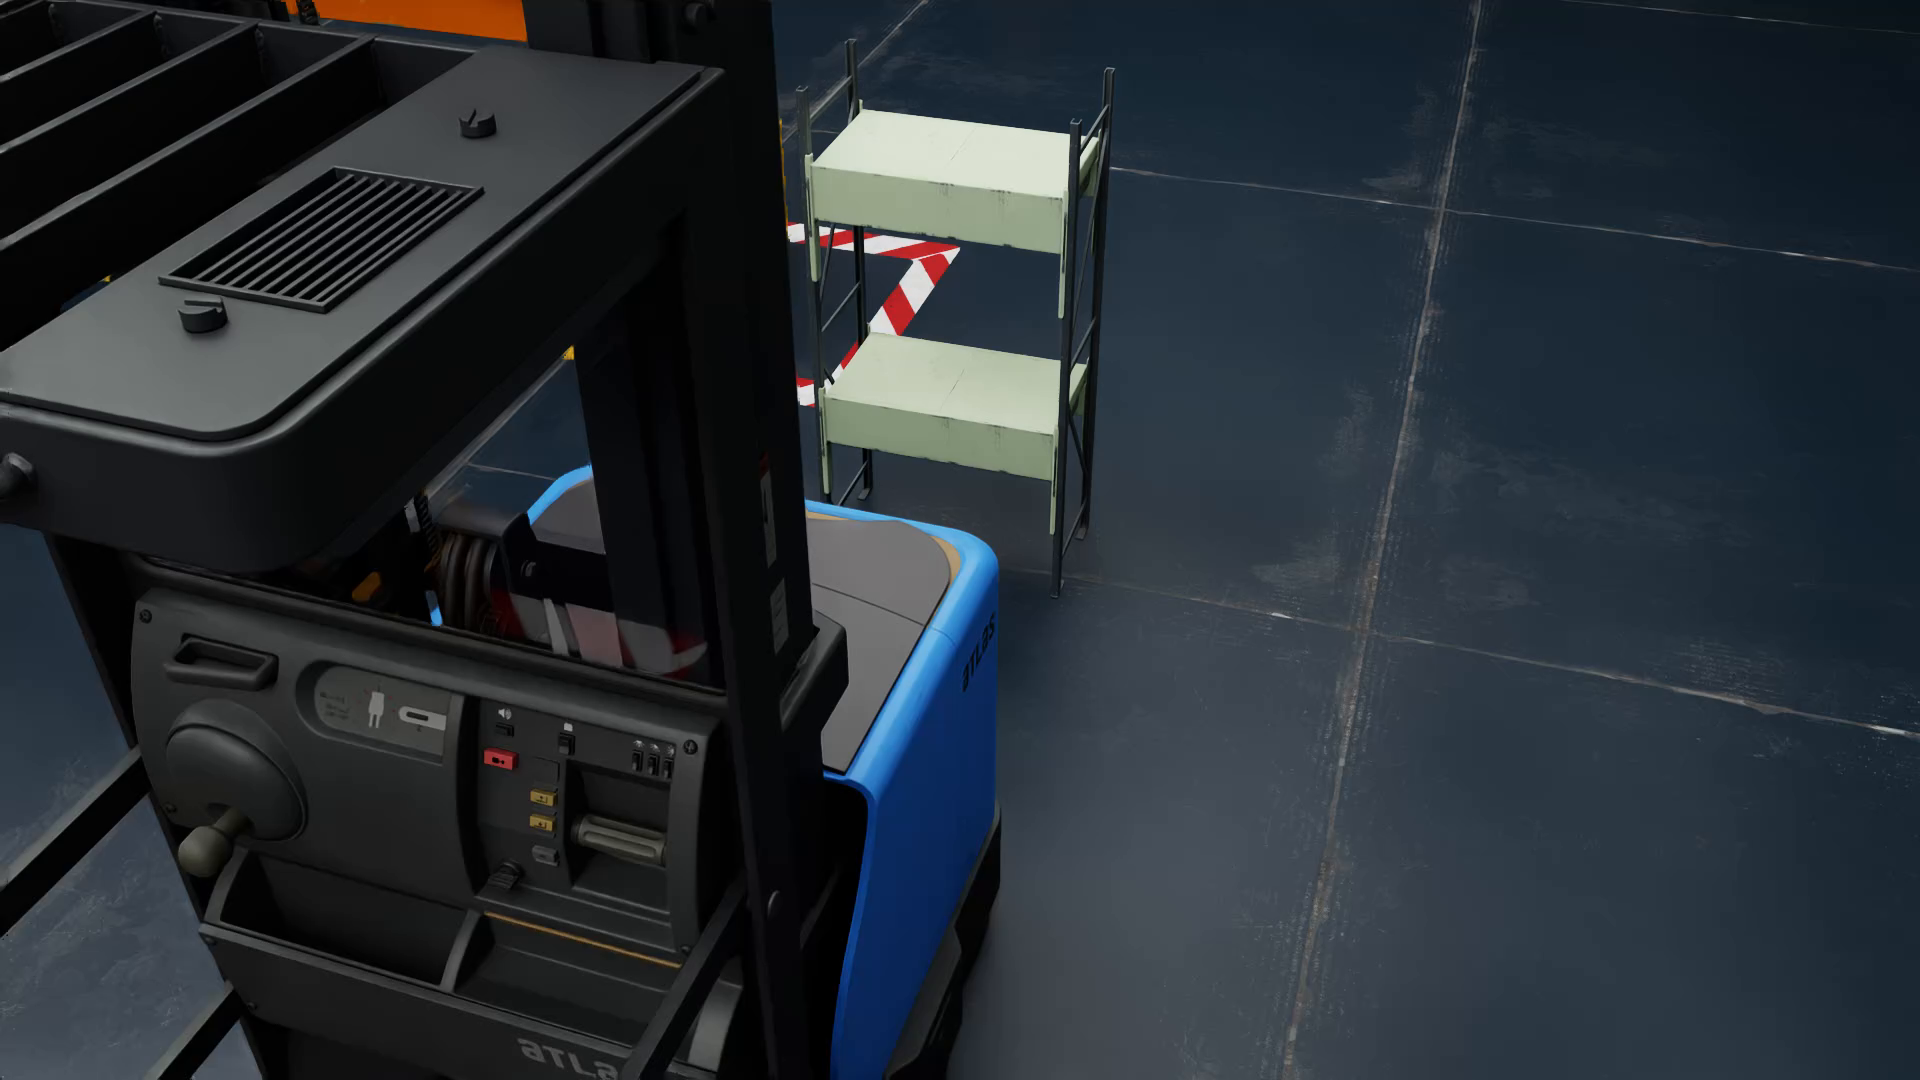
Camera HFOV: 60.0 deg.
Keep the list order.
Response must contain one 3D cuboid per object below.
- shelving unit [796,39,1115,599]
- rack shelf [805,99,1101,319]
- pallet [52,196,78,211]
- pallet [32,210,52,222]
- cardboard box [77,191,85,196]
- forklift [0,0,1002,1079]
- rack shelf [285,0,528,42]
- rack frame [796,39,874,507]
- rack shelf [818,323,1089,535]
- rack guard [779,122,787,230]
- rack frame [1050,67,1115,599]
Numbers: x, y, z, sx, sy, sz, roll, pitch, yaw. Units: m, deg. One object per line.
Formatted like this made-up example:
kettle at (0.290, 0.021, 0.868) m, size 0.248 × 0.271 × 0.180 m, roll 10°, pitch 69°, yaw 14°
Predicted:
shelving unit at (-0.006, -0.605, 4.807) m, size 0.755 × 1.500 × 0.431 m, roll 10°, pitch 38°, yaw 14°
rack shelf at (-0.006, -0.919, 4.576) m, size 0.720 × 0.370 × 0.431 m, roll 10°, pitch 38°, yaw 14°
pallet at (-2.968, -1.437, 7.024) m, size 1.213 × 0.211 × 1.003 m, roll 10°, pitch 38°, yaw 14°
pallet at (-4.136, -1.651, 7.316) m, size 1.213 × 0.211 × 1.003 m, roll 10°, pitch 38°, yaw 14°
cardboard box at (-3.627, -1.589, 6.897) m, size 0.250 × 0.166 × 0.380 m, roll 10°, pitch 38°, yaw 14°
forklift at (-0.851, 0.413, 2.216) m, size 1.130 × 2.935 × 3.031 m, roll 11°, pitch 38°, yaw 15°
rack shelf at (-2.883, -2.253, 6.388) m, size 4.000 × 0.370 × 1.077 m, roll 10°, pitch 38°, yaw 14°
rack frame at (-0.356, -0.670, 4.895) m, size 0.023 × 1.500 × 0.400 m, roll 10°, pitch 38°, yaw 14°
rack shelf at (-0.006, -0.343, 5.000) m, size 0.720 × 0.370 × 0.431 m, roll 10°, pitch 38°, yaw 14°
rack guard at (-1.046, -1.196, 6.453) m, size 0.348 × 0.500 × 1.175 m, roll 10°, pitch 38°, yaw 14°
rack frame at (0.343, -0.541, 4.719) m, size 0.023 × 1.500 × 0.400 m, roll 10°, pitch 38°, yaw 14°
